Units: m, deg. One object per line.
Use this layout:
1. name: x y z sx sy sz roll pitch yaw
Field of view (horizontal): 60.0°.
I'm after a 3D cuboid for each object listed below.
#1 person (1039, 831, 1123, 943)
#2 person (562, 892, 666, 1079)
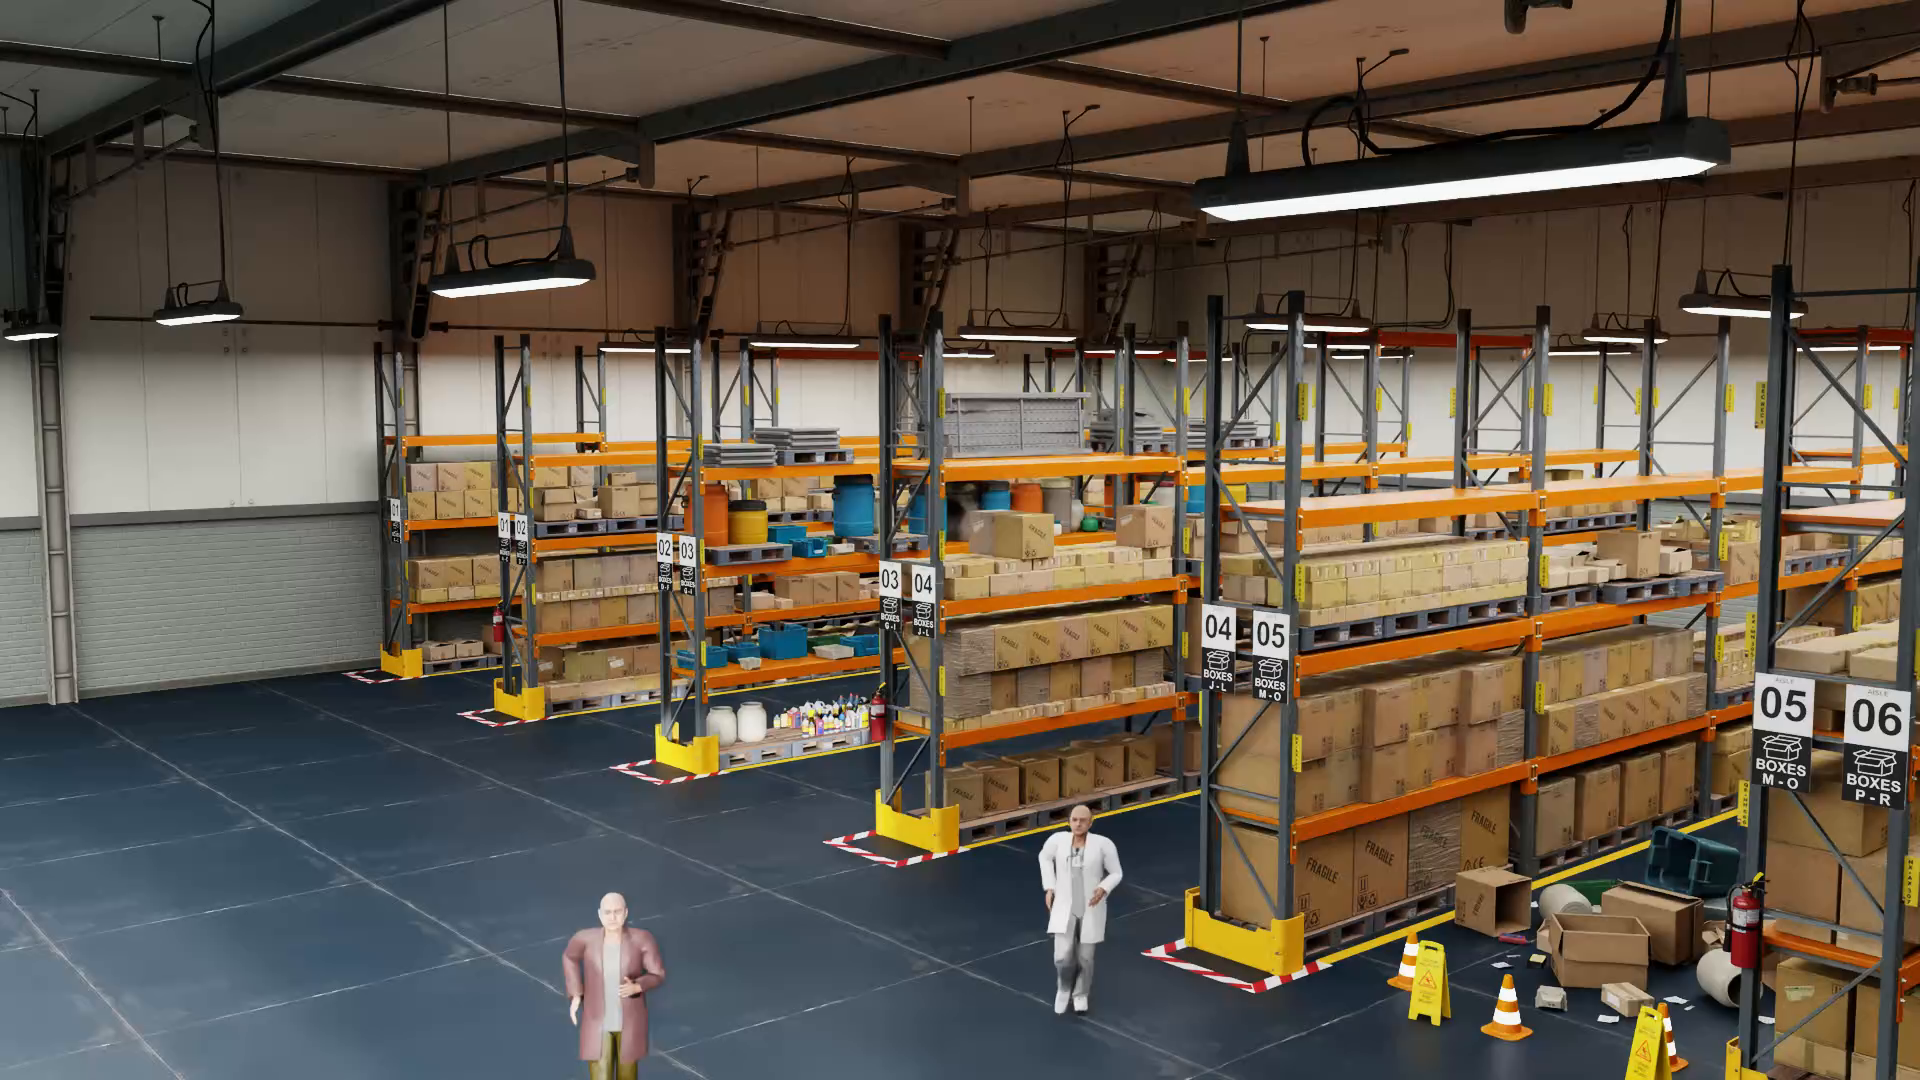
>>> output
1. person: 0.982 2.840 13.652 0.709 0.943 0.558 1 5 8
2. person: -2.319 3.186 11.156 0.694 1.677 0.792 -1 5 -10
